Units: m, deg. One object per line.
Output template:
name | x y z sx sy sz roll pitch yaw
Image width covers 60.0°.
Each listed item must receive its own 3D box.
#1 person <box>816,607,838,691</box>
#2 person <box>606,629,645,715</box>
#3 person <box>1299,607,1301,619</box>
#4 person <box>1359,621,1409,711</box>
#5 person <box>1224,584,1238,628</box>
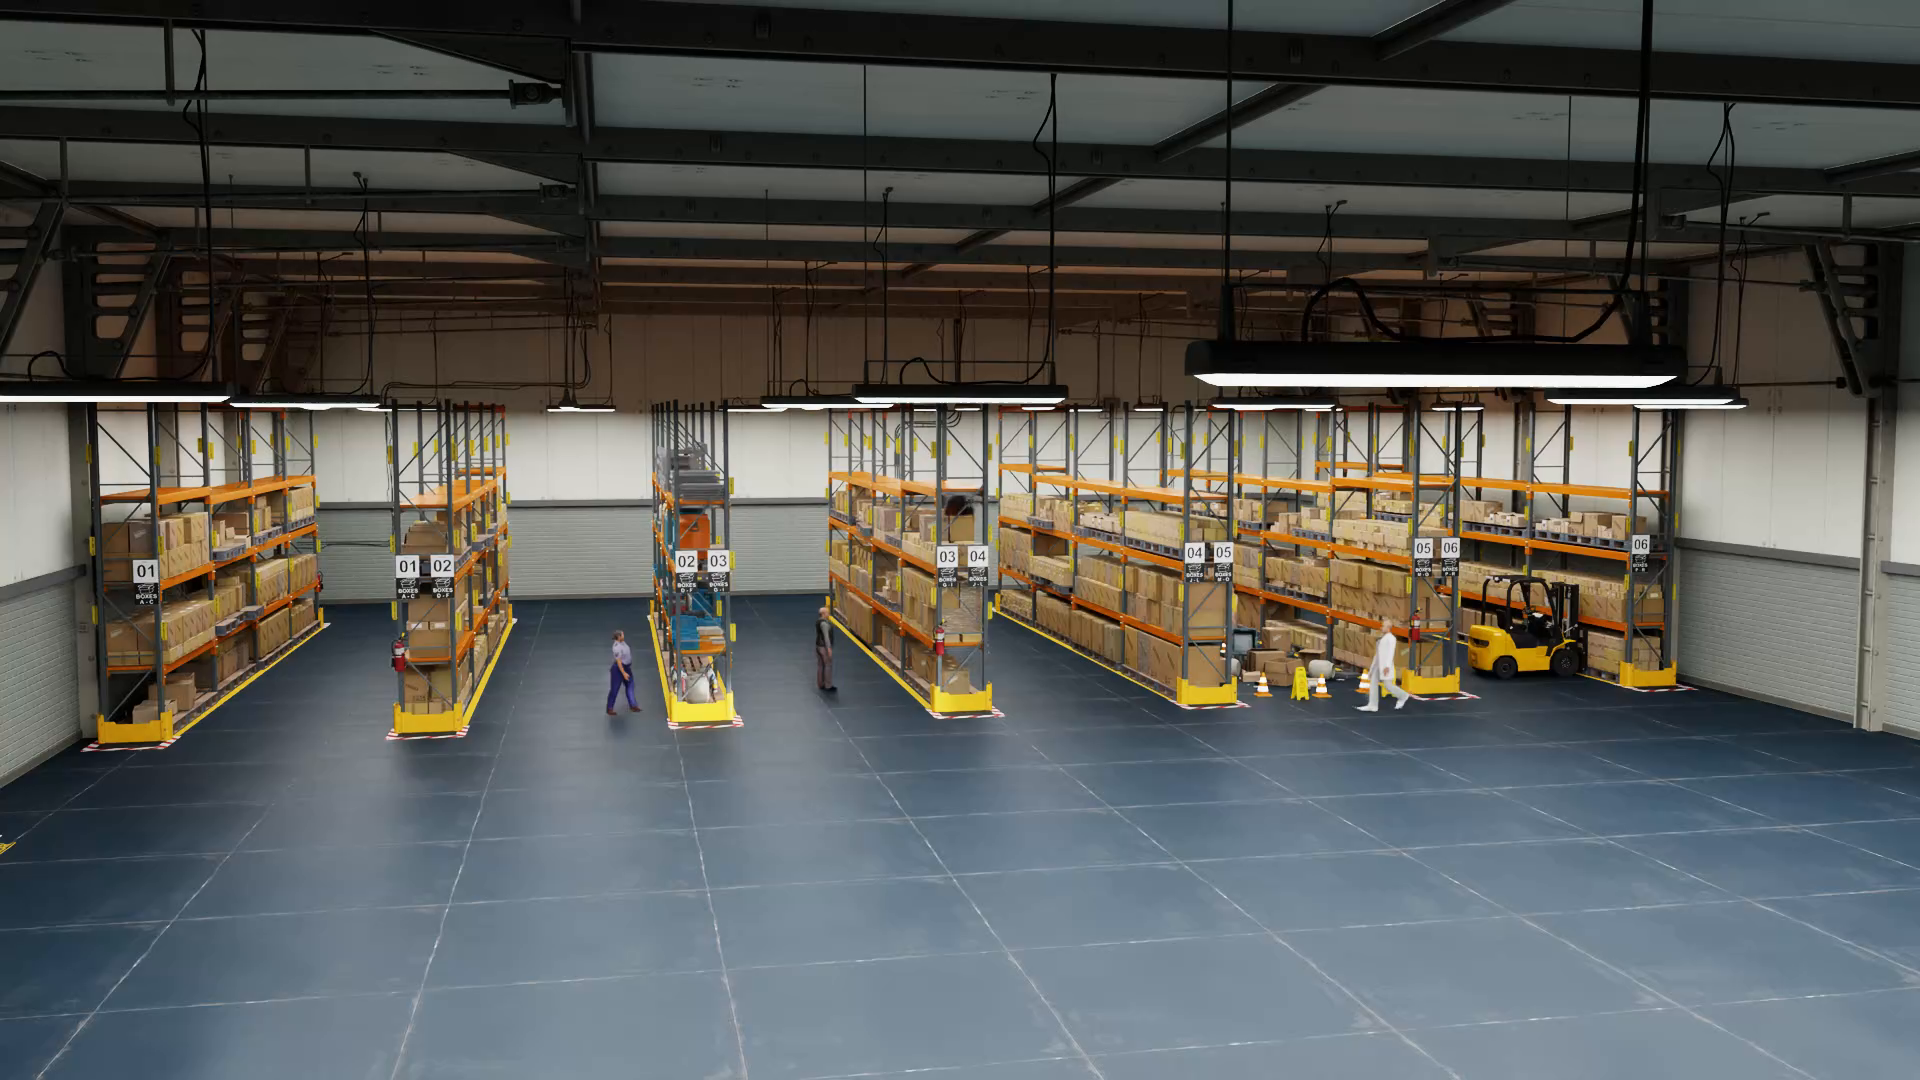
person | -2.751 2.255 34.464 0.428 1.721 0.599 -2 5 -21
person | -6.439 2.529 31.823 0.581 1.650 0.654 1 4 15
person | 9.204 1.347 46.323 0.633 1.782 0.588 0 4 -5
person | 8.208 2.431 32.060 0.952 1.754 0.561 -2 5 -28
person | 6.528 1.877 39.975 0.337 1.669 0.503 0 4 -5
